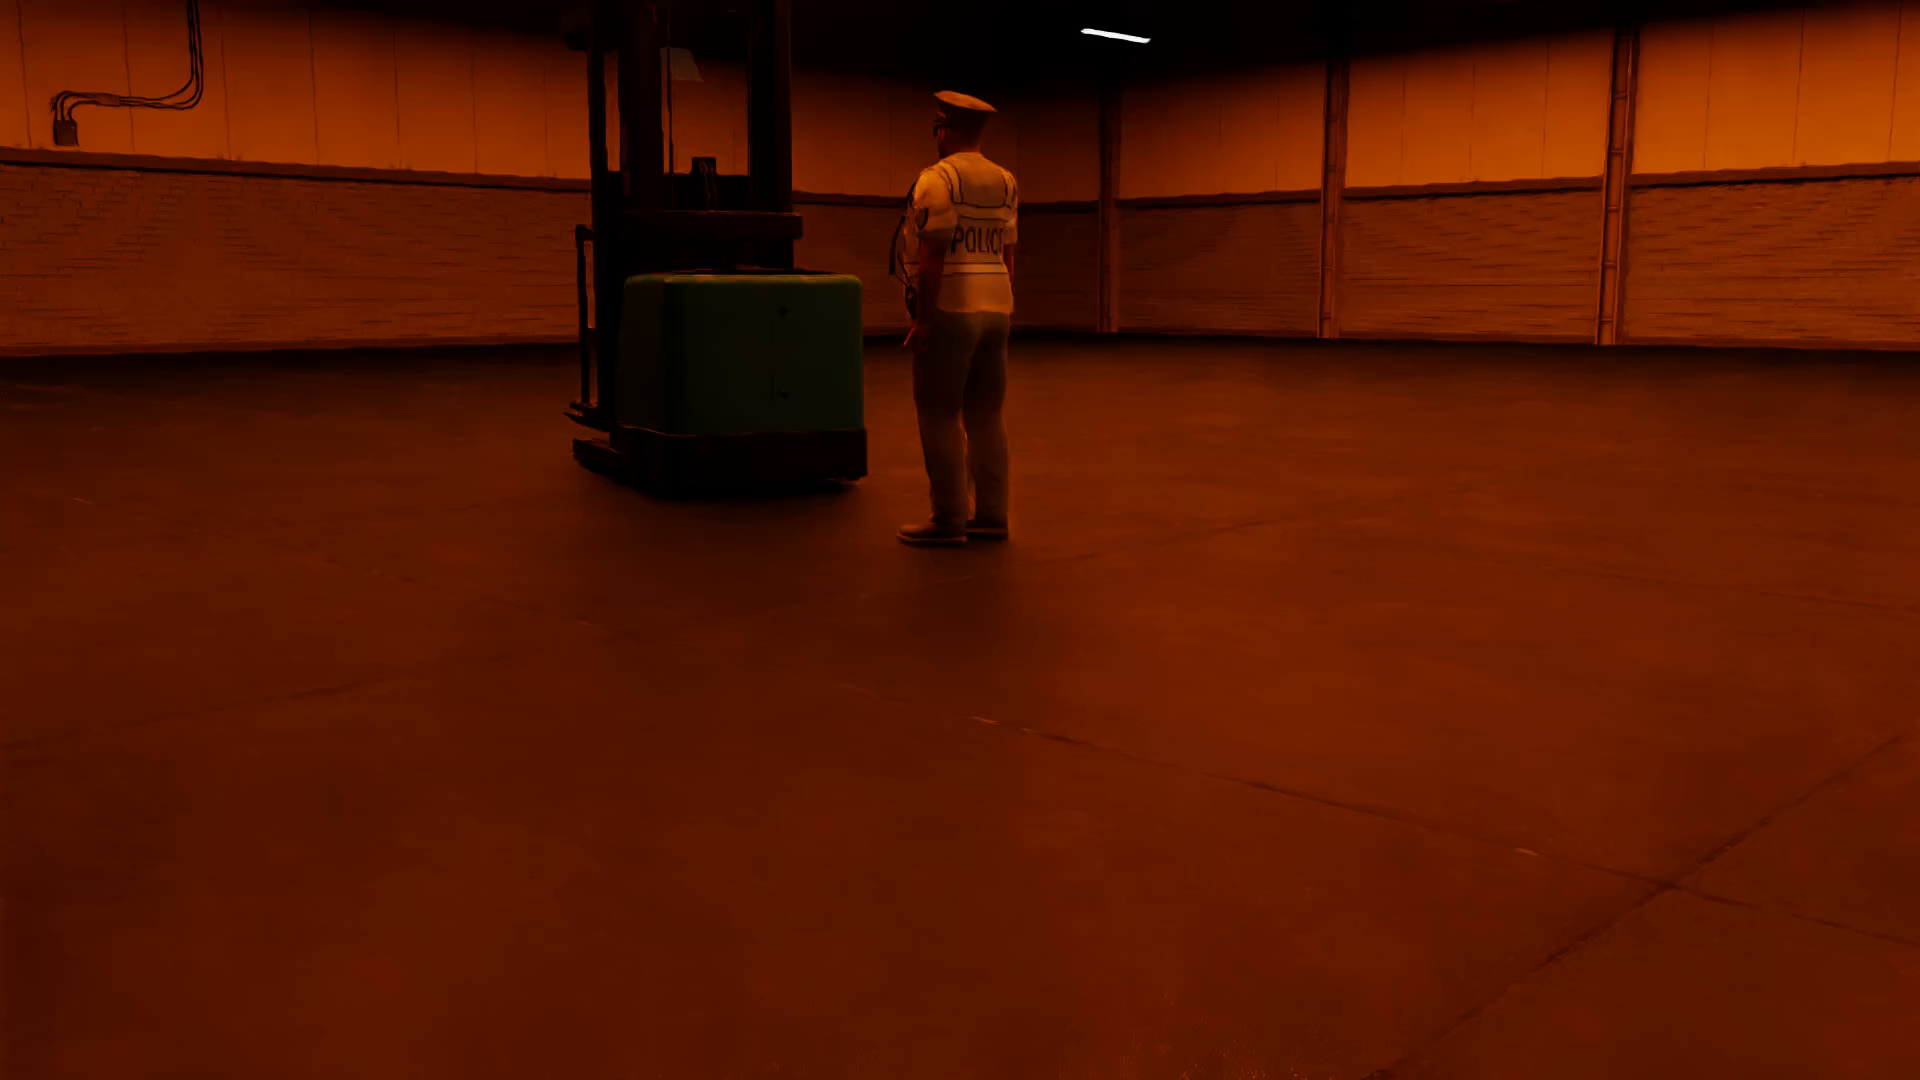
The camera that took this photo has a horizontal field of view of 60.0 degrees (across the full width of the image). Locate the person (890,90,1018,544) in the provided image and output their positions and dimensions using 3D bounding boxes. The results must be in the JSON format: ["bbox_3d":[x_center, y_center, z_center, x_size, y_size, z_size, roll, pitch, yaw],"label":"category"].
[{"bbox_3d":[-0.012,-0.877,6.596,0.396,1.773,0.523,8,12,43],"label":"person"}]

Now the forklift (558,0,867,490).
[{"bbox_3d":[-1.573,-1.871,9.302,1.130,2.935,3.031,-4,10,-26],"label":"forklift"}]
